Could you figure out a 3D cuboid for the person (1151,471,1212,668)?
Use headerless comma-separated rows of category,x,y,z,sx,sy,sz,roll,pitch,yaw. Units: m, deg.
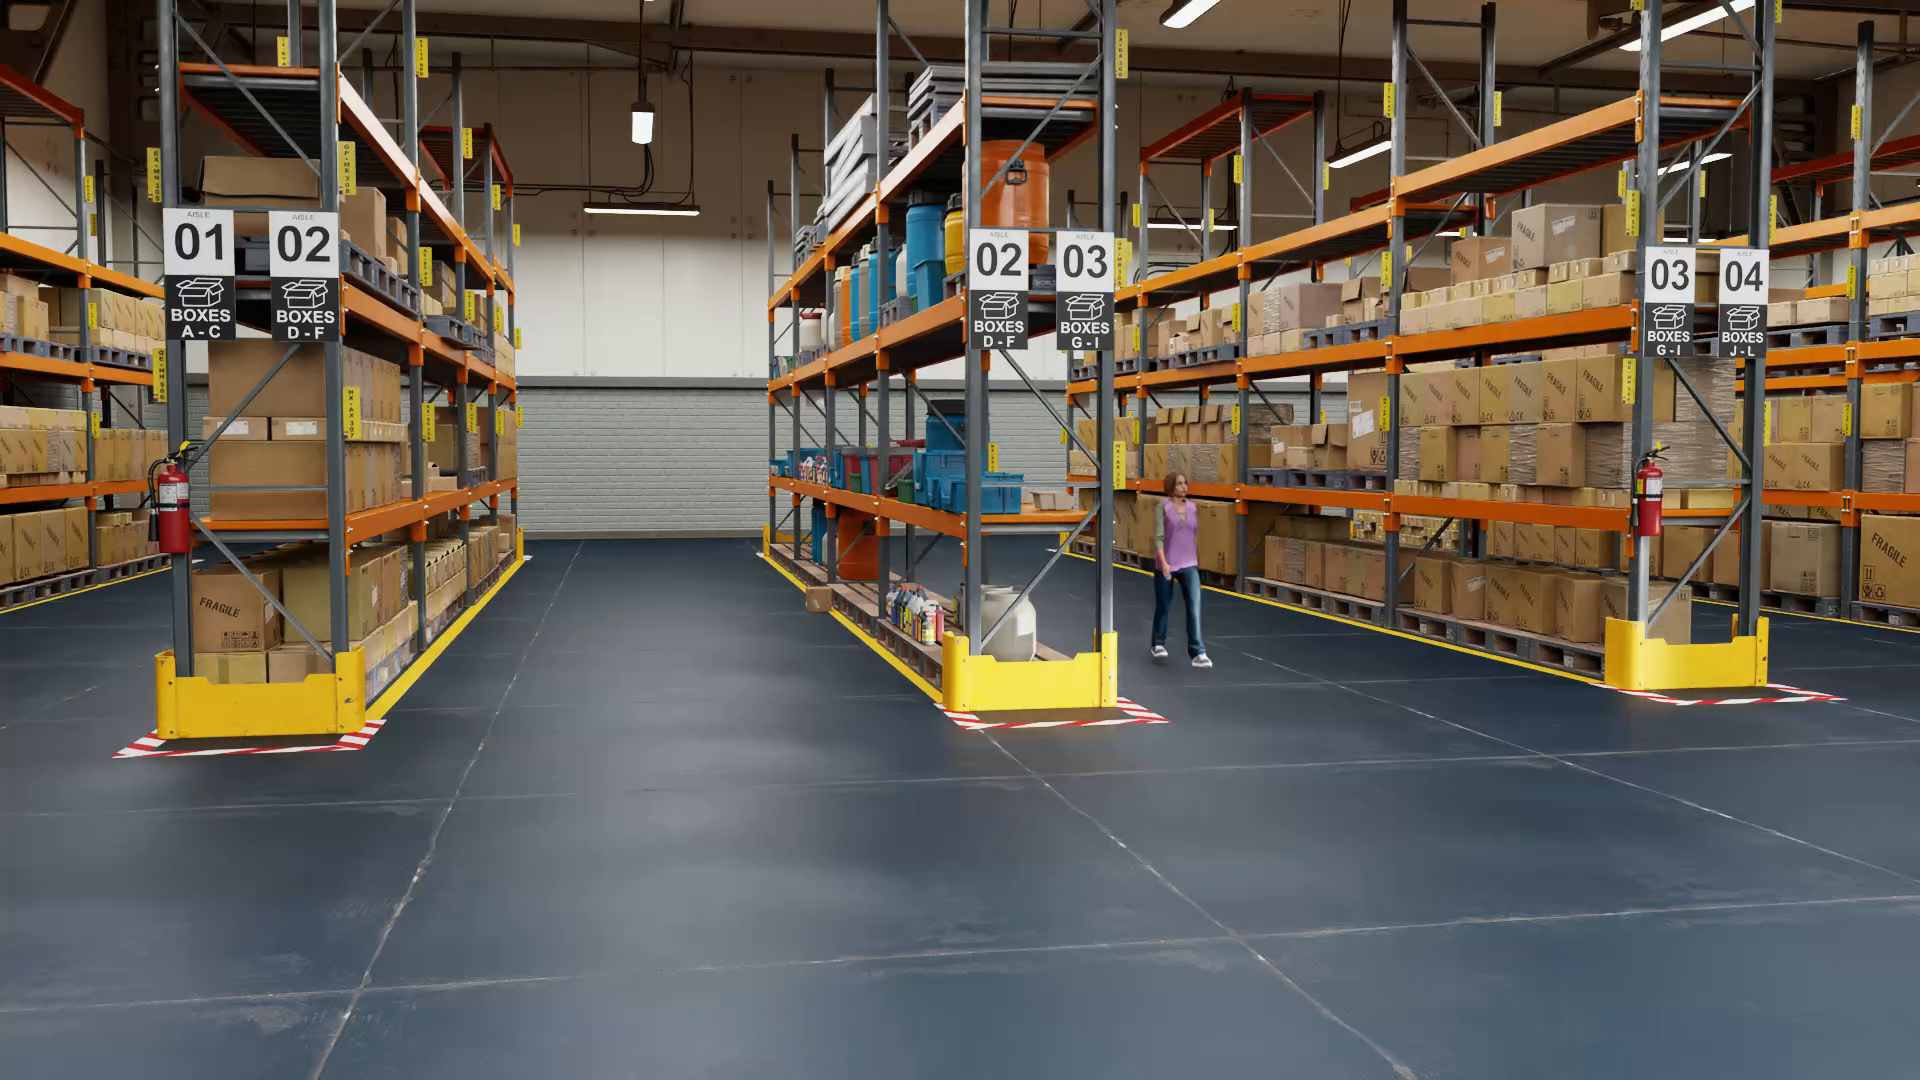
person,1.735,0.216,13.250,0.408,1.536,0.944,-1,3,-10
